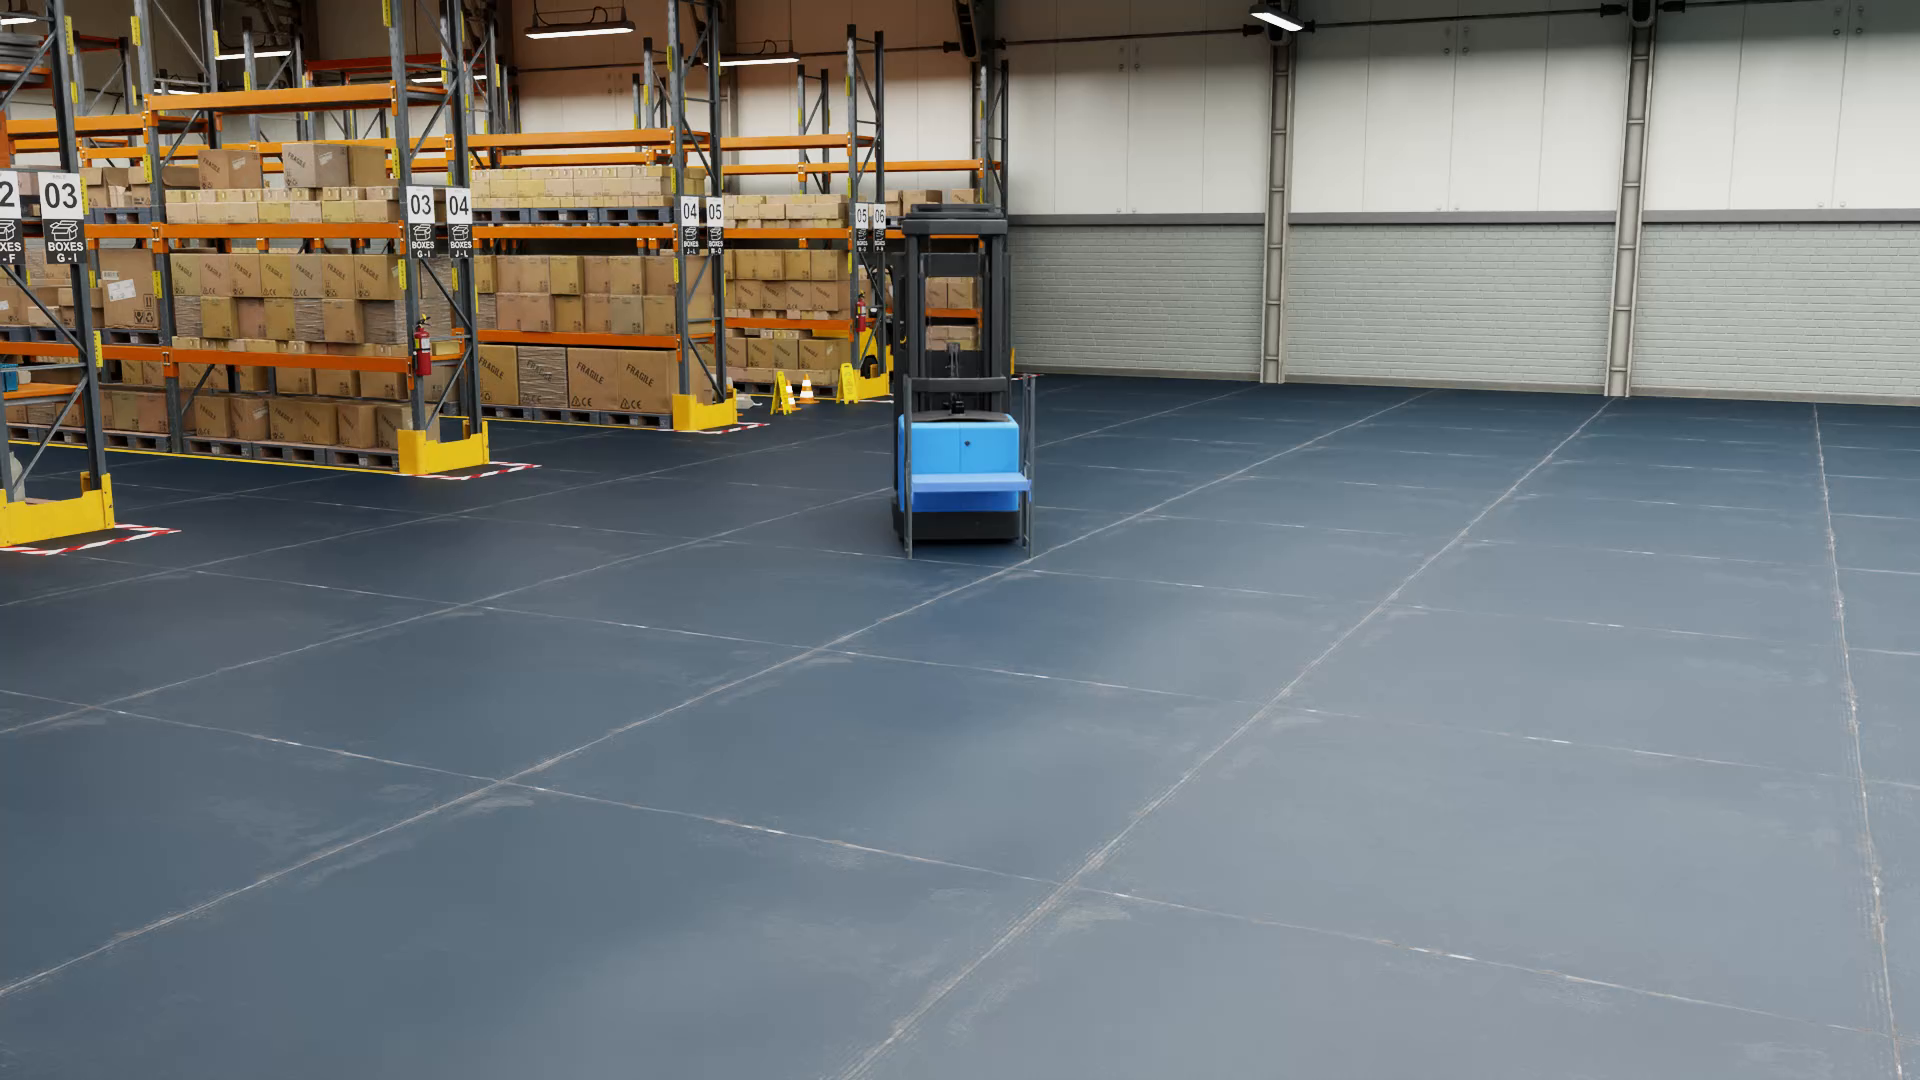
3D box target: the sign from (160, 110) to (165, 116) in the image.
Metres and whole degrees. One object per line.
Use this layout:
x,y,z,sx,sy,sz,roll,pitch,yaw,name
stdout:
-16.136,-8.552,33.646,0.005,0.325,0.100,5,11,26,sign

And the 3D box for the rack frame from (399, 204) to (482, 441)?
-5.921,-2.307,19.053,0.127,3.000,1.000,5,11,26,rack frame

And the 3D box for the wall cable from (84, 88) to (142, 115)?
-19.509,-9.086,39.560,0.133,3.039,2.988,5,11,26,wall cable

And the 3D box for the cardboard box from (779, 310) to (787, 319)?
-2.874,-3.845,28.259,0.250,0.149,0.380,5,11,27,cardboard box

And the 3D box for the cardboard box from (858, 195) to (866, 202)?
-1.764,-5.695,27.817,0.250,0.149,0.380,5,11,25,cardboard box

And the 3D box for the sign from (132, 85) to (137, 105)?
-14.157,-7.615,28.472,0.005,0.325,0.100,5,11,26,sign

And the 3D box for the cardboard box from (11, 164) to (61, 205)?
-11.880,-4.551,21.348,0.500,0.500,0.500,5,11,24,cardboard box

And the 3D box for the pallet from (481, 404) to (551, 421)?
-6.575,-1.962,24.976,1.213,0.211,1.003,5,11,26,pallet

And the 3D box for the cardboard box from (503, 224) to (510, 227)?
-8.274,-5.858,30.628,0.258,0.266,0.396,5,11,26,cardboard box

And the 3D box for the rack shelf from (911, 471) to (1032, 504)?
0.069,-0.444,13.984,1.000,0.185,0.538,-1,10,-5,rack shelf

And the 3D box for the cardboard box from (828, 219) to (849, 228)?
-1.980,-5.225,27.462,0.250,0.149,0.380,5,11,26,cardboard box

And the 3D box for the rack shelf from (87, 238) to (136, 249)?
-16.191,-5.316,29.279,4.000,0.370,1.077,5,11,26,rack shelf

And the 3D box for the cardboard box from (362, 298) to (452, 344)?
-6.402,-2.550,19.282,0.500,0.500,0.875,5,11,26,cardboard box

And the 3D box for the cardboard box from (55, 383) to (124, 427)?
-11.471,-1.789,21.975,0.500,0.500,0.700,6,12,31,cardboard box

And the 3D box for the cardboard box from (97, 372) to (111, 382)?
-14.899,-2.817,28.698,0.250,0.149,0.380,5,11,27,cardboard box

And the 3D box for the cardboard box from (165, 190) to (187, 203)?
-9.353,-4.146,20.092,0.250,0.149,0.380,5,11,24,cardboard box

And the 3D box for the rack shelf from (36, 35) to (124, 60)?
-16.191,-8.428,28.716,4.000,0.370,1.077,5,11,26,rack shelf

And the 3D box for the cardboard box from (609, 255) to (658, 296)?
-4.485,-3.760,23.631,0.550,0.550,0.875,5,11,26,cardboard box

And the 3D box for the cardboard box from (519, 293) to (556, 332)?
-5.951,-3.352,24.406,0.550,0.550,0.875,5,11,26,cardboard box

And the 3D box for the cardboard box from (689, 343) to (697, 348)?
-4.713,-3.338,29.186,0.500,0.500,0.500,6,12,29,cardboard box

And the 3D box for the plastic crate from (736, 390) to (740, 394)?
-4.078,-2.513,28.393,0.583,0.080,0.402,1,10,6,plastic crate

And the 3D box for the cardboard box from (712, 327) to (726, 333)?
-4.166,-3.597,28.798,0.250,0.149,0.380,6,12,28,cardboard box

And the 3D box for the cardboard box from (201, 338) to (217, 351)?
-8.993,-2.396,20.254,0.250,0.149,0.380,5,11,26,cardboard box

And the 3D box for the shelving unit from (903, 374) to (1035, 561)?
0.069,-0.621,13.952,1.048,1.500,0.538,-1,10,-5,shelving unit

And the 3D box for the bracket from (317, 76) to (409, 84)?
-13.170,-10.729,38.638,4.783,0.066,0.076,5,11,26,bracket

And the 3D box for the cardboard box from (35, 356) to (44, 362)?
-16.033,-3.211,29.203,0.250,0.149,0.380,5,11,24,cardboard box

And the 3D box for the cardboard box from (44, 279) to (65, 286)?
-15.421,-4.266,28.764,0.500,0.500,0.500,5,11,24,cardboard box

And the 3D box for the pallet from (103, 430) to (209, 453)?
-10.207,-1.311,21.381,1.213,0.211,1.003,5,11,26,pallet

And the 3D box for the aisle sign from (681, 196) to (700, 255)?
-3.705,-4.317,22.859,0.004,0.787,0.394,5,11,26,aisle sign

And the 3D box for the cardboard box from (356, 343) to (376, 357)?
-6.739,-2.204,19.190,0.250,0.149,0.380,5,11,26,cardboard box

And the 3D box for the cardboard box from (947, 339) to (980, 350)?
0.082,-3.771,32.279,0.500,0.250,0.500,5,11,25,cardboard box

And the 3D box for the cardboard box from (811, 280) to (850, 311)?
-2.145,-4.084,27.756,0.500,0.500,0.500,5,11,25,cardboard box

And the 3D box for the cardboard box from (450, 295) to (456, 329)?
-7.809,-3.454,25.110,0.500,0.500,0.500,5,11,25,cardboard box

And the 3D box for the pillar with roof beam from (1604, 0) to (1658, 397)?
9.288,-6.200,23.721,0.548,9.000,9.100,5,11,26,pillar with roof beam

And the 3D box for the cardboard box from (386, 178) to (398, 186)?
-9.127,-5.410,26.037,0.500,0.500,0.500,5,11,26,cardboard box

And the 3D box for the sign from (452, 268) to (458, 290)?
-7.454,-3.850,24.549,0.005,0.325,0.100,5,11,26,sign

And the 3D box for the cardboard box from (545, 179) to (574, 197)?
-5.548,-5.008,23.684,0.500,0.250,0.500,5,11,26,cardboard box

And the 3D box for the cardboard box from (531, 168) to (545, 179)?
-5.905,-5.224,23.754,0.250,0.149,0.380,5,11,26,cardboard box

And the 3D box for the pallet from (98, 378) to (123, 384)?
-15.015,-2.712,29.121,1.213,0.211,1.003,5,11,26,pallet

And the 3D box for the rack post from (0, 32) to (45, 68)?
-8.734,-4.302,14.634,0.954,0.300,0.937,6,12,32,rack post

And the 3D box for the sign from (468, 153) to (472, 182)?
-5.681,-4.300,19.187,0.005,0.325,0.100,5,11,26,sign

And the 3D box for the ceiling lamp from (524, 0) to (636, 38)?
-5.969,-9.670,26.500,2.000,3.185,0.800,5,11,26,ceiling lamp

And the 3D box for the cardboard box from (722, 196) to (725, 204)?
-4.037,-5.798,28.387,0.250,0.149,0.380,5,11,24,cardboard box

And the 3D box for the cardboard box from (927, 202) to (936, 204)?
-0.448,-6.385,32.082,0.258,0.266,0.396,5,11,26,cardboard box

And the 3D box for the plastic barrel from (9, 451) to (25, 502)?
-8.736,-0.538,15.086,0.421,0.512,0.421,0,10,0,plastic barrel

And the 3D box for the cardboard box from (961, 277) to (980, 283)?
0.222,-5.034,32.017,0.250,0.149,0.380,5,11,27,cardboard box

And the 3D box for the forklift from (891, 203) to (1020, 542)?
-0.089,-1.646,15.595,1.130,2.935,3.031,-1,10,-4,forklift

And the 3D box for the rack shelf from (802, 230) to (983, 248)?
-1.137,-5.962,32.848,4.000,0.370,1.077,5,11,26,rack shelf

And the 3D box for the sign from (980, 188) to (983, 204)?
0.404,-6.470,31.369,0.005,0.325,0.100,5,11,26,sign

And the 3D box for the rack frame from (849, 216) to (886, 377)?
-1.536,-3.890,27.798,0.127,3.000,1.000,5,11,26,rack frame

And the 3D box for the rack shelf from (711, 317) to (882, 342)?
-3.329,-3.693,28.733,4.000,0.370,1.077,5,11,26,rack shelf

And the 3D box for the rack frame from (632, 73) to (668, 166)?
-6.517,-8.265,35.129,0.127,3.000,1.000,5,11,26,rack frame

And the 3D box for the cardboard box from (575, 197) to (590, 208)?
-5.223,-4.771,23.495,0.250,0.149,0.380,5,11,26,cardboard box

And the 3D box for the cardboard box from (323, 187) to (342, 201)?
-7.019,-3.937,18.937,0.250,0.149,0.380,5,11,26,cardboard box

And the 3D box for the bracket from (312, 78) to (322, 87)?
-15.496,-10.934,39.767,0.430,0.232,0.235,5,11,26,bracket
